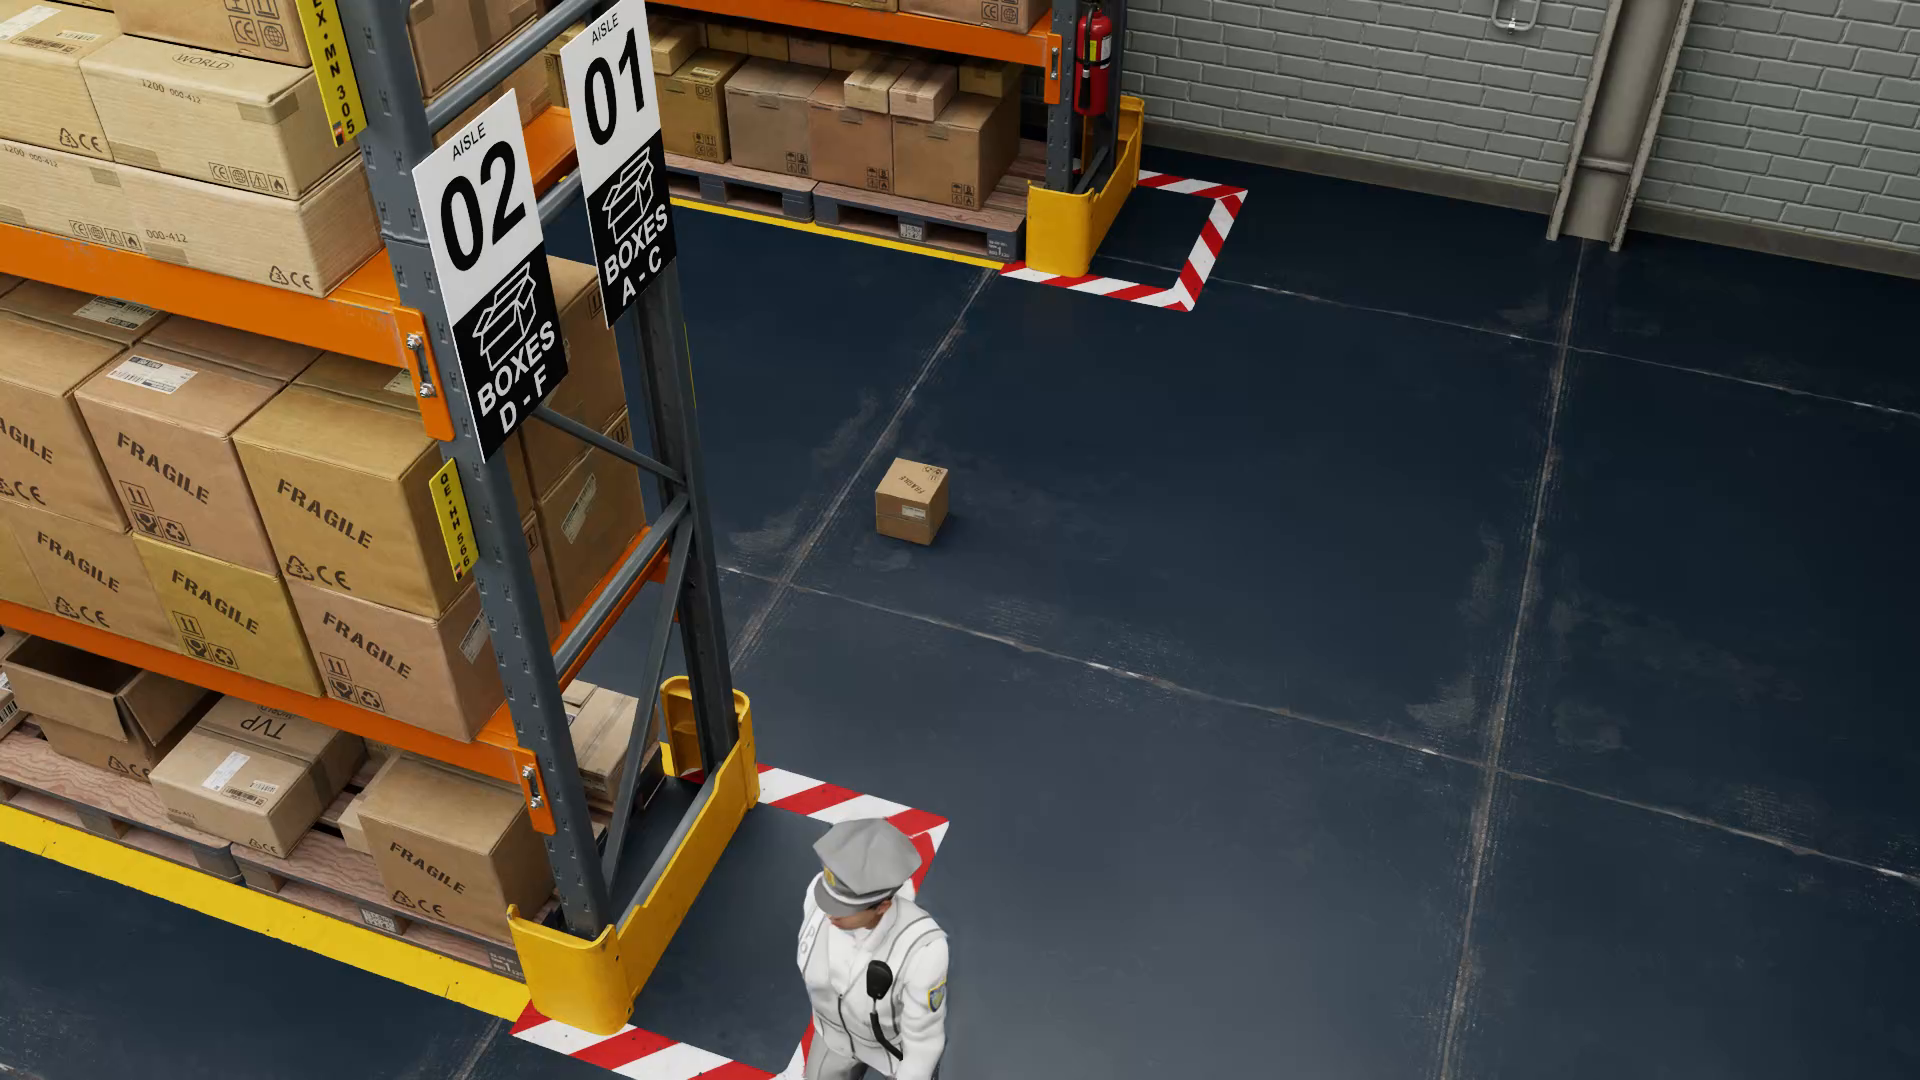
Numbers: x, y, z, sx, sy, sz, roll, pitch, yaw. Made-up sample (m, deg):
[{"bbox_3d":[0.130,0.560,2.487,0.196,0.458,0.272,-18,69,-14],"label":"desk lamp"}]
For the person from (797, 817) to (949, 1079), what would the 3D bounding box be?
[{"bbox_3d":[-0.248,1.410,4.587,0.503,1.741,0.552,19,45,20],"label":"person"}]
